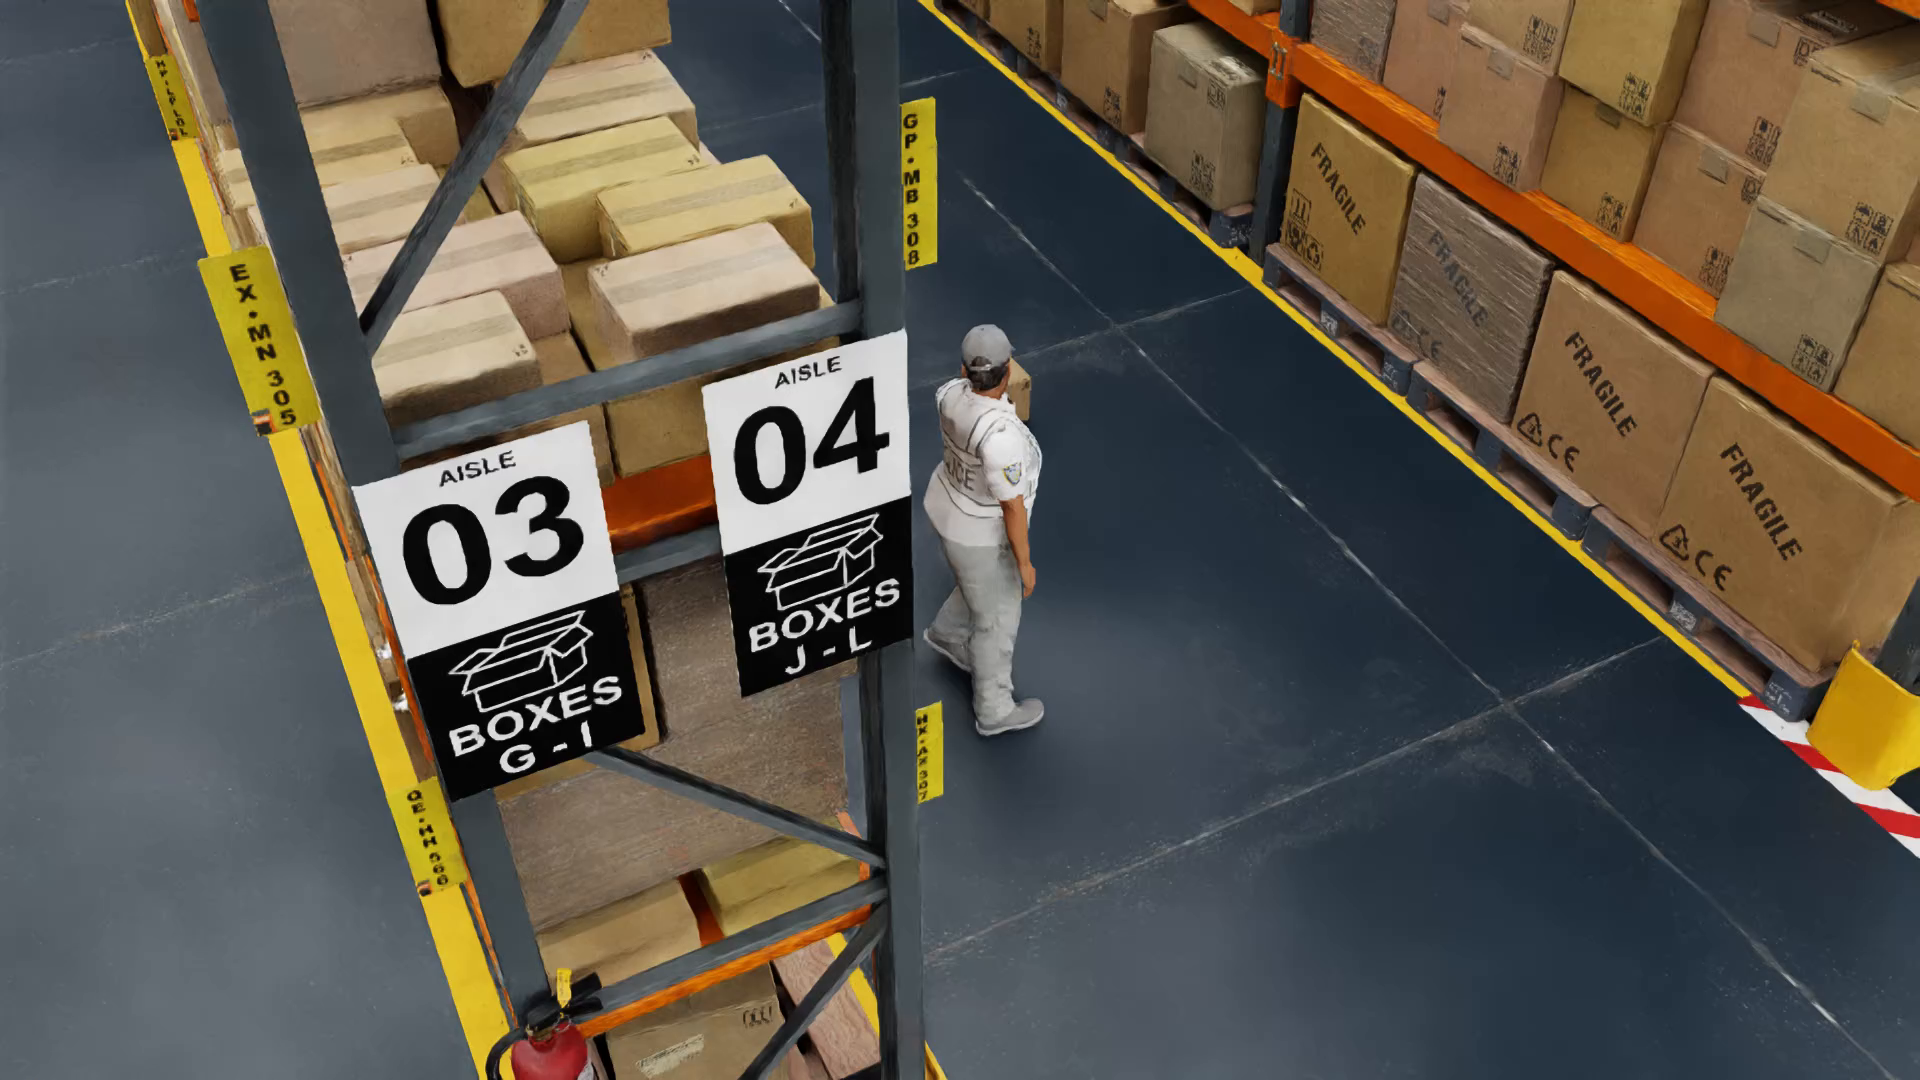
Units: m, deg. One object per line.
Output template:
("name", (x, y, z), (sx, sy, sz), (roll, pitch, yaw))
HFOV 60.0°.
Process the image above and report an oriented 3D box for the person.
("person", (0.097, -0.024, 6.214), (0.401, 1.620, 0.600), (-12, 43, -14))
